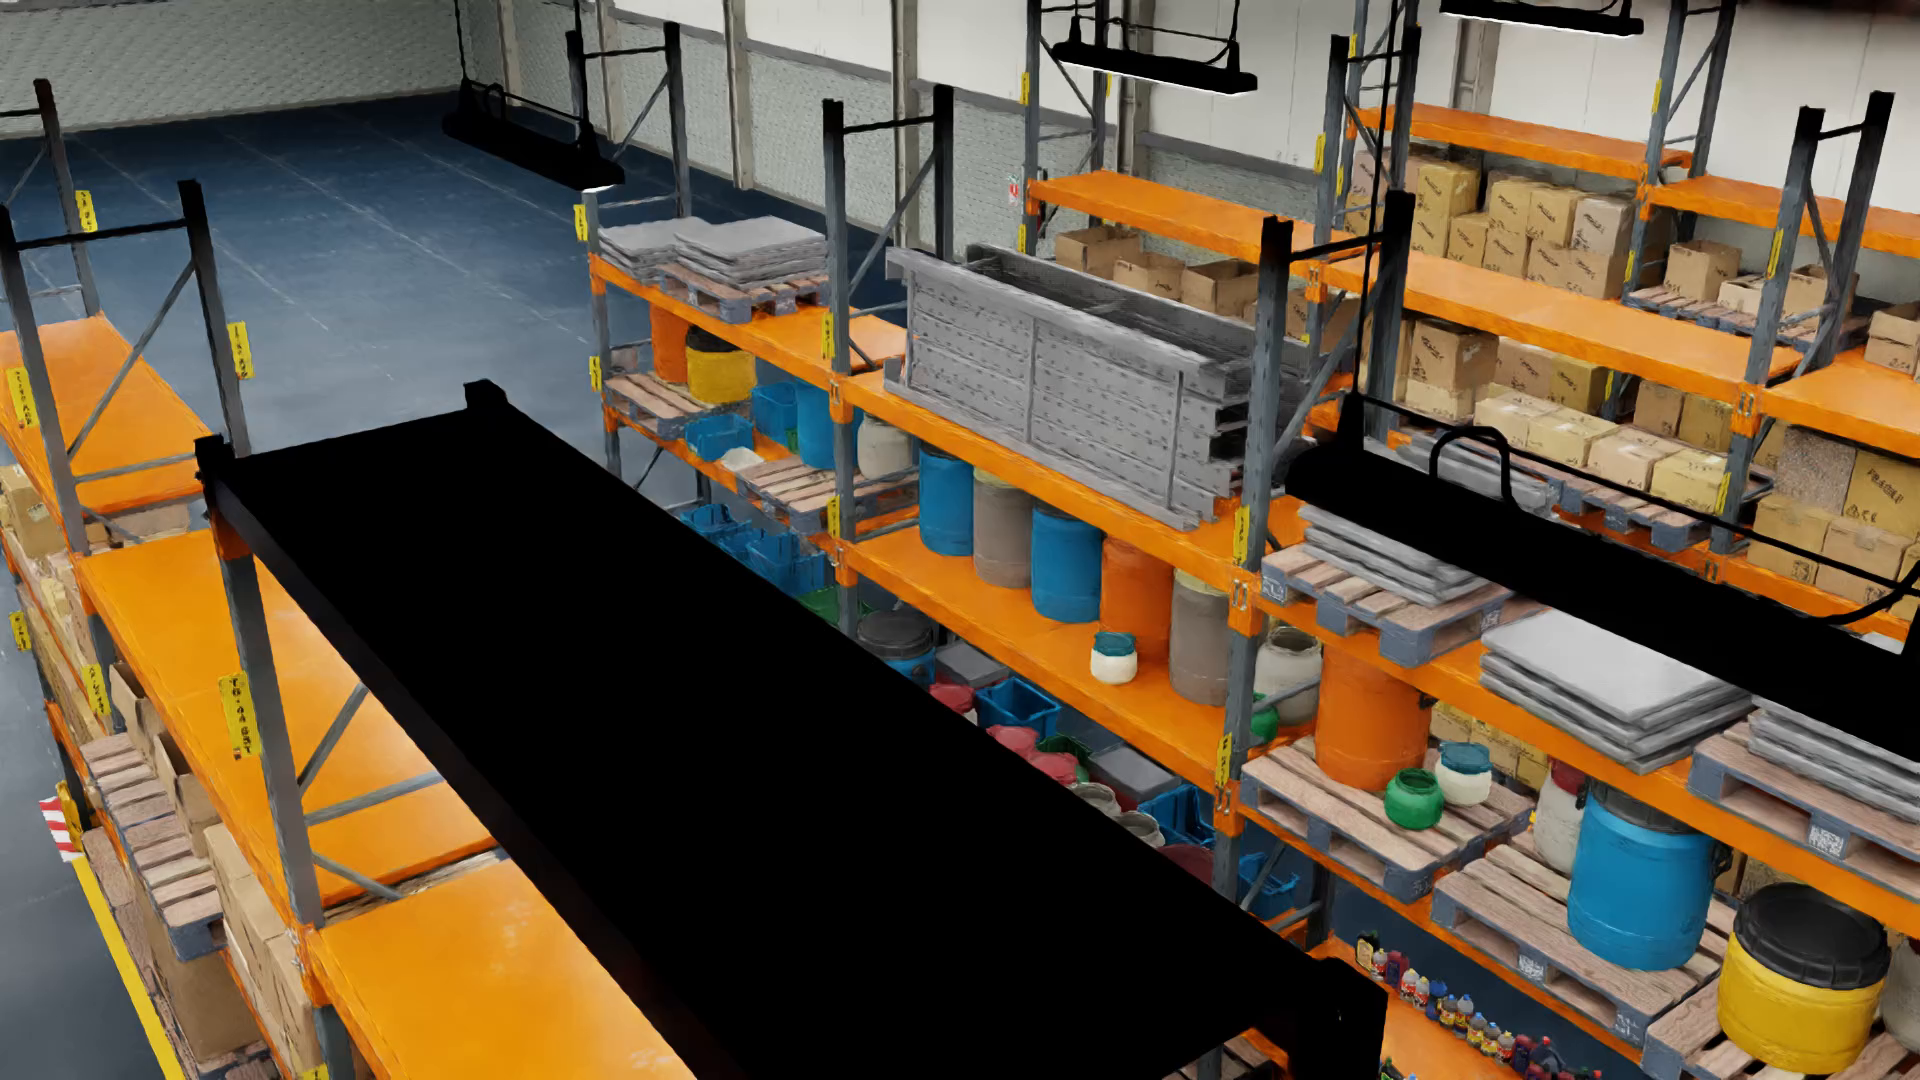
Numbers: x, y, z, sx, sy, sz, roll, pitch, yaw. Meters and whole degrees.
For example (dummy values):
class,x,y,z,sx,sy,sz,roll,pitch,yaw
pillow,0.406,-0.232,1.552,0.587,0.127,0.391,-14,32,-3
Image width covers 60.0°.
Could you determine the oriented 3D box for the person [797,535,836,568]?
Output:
class,x,y,z,sx,sy,sz,roll,pitch,yaw
person,-1.544,-0.325,17.717,0.500,1.663,0.669,5,25,11
